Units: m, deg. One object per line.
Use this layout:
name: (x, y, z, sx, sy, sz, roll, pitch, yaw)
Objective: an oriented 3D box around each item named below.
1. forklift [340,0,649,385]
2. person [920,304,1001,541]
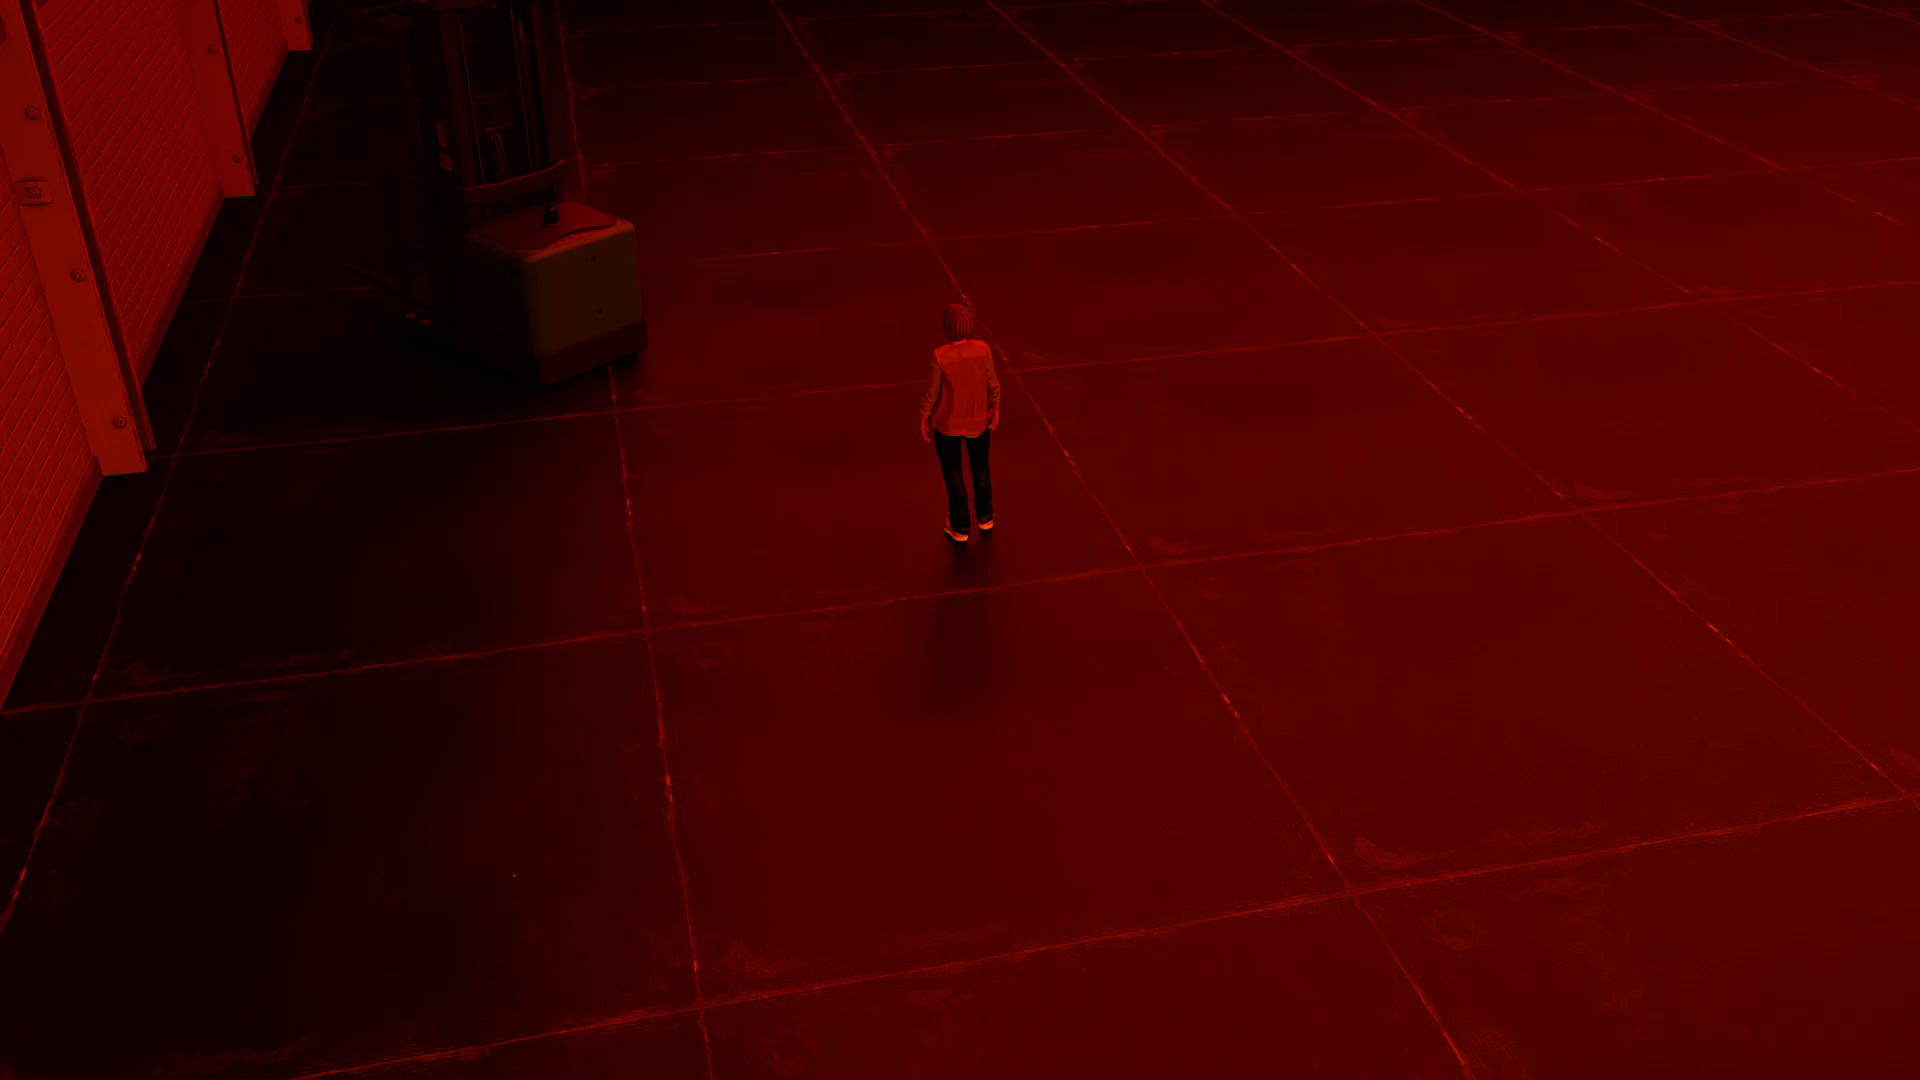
forklift: (-3.868, -3.034, 12.815, 3.031, 2.935, 1.130, 24, 38, 35)
person: (-0.004, -0.736, 10.162, 0.520, 1.599, 0.473, -7, 31, -12)
